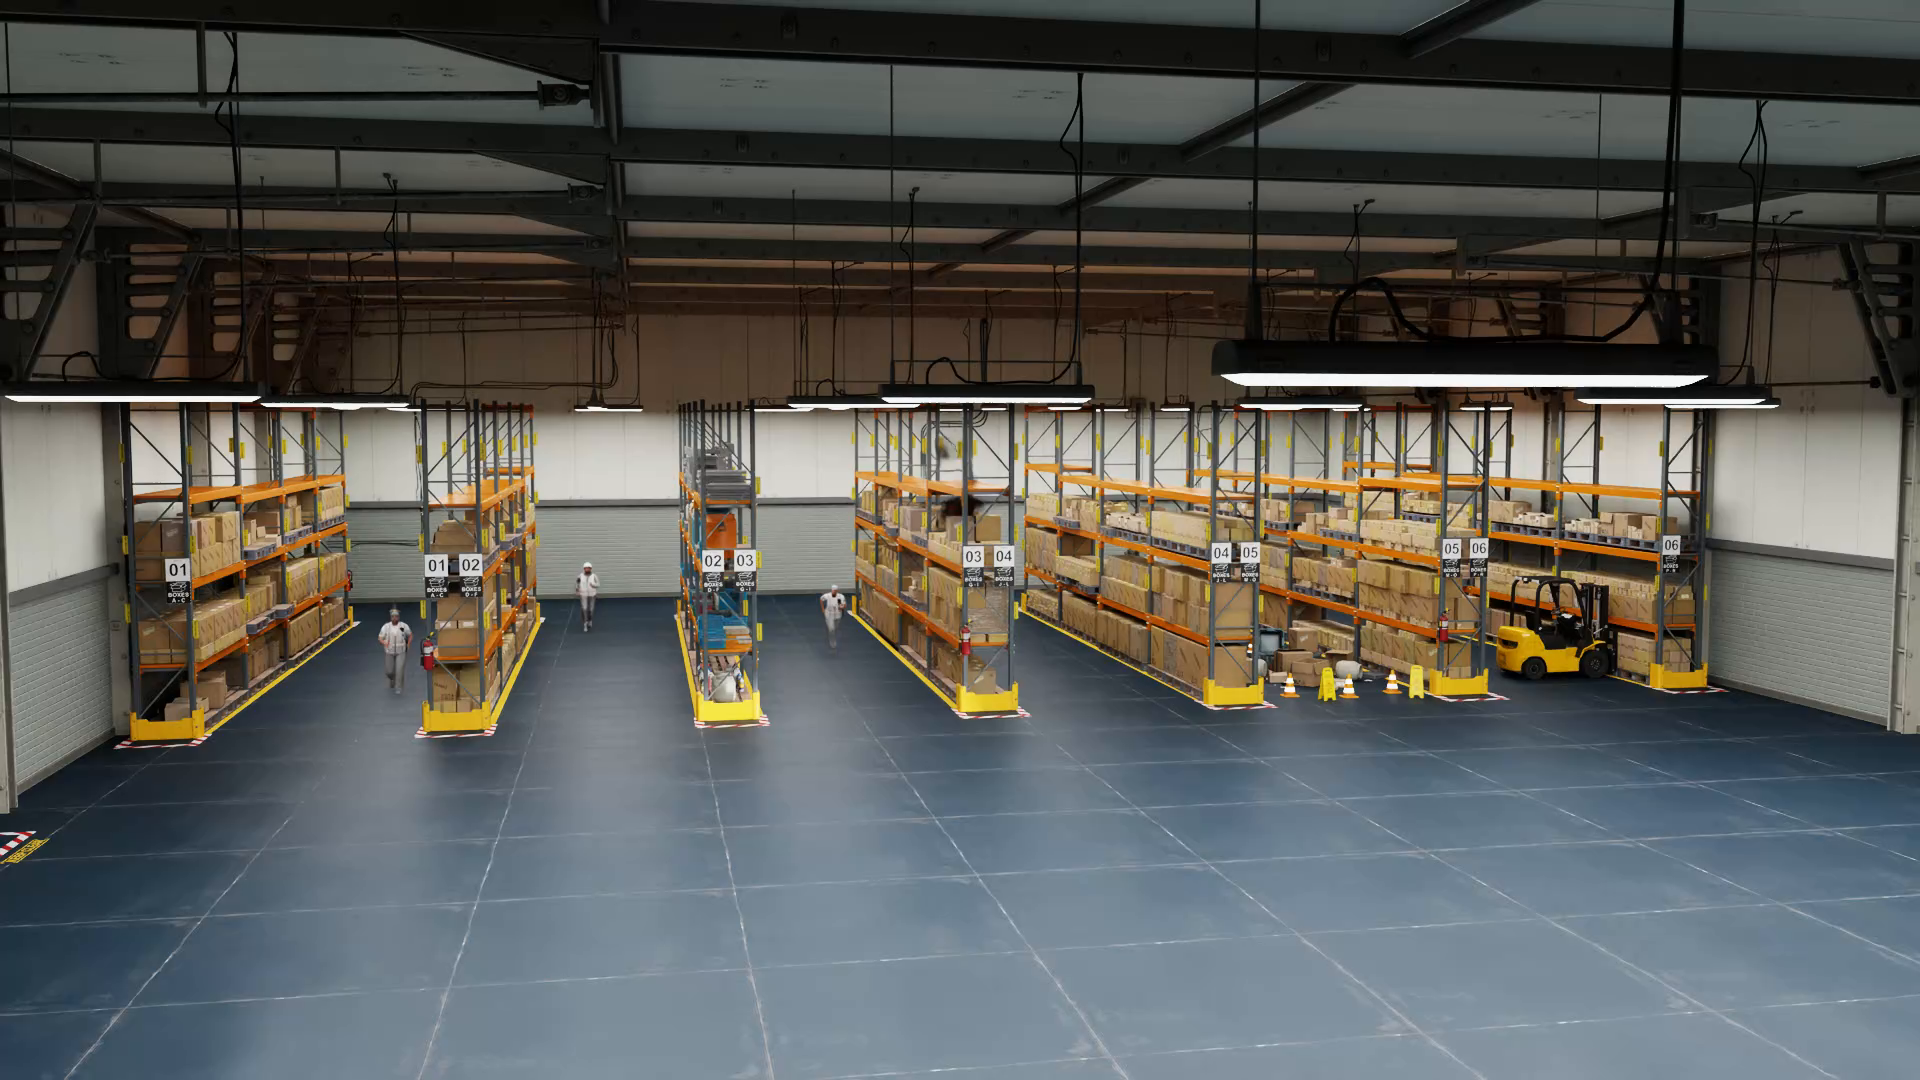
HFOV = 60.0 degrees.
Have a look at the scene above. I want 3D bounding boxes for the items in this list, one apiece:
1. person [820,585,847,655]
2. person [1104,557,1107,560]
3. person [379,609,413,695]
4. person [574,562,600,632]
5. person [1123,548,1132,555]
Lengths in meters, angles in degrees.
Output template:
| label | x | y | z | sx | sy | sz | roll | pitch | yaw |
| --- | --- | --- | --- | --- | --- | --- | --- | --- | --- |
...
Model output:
| label | x | y | z | sx | sy | sz | roll | pitch | yaw |
| --- | --- | --- | --- | --- | --- | --- | --- | --- | --- |
| person | -3.060 | 1.896 | 40.101 | 0.605 | 1.679 | 0.981 | -1 | 5 | -19 |
| person | 4.182 | 1.276 | 48.650 | 0.563 | 1.553 | 0.553 | -4 | 6 | -43 |
| person | -11.564 | 2.276 | 34.111 | 0.674 | 1.740 | 0.782 | -1 | 4 | -15 |
| person | -9.881 | 1.503 | 44.123 | 0.635 | 1.825 | 0.794 | -1 | 5 | -18 |
| person | 5.166 | 1.067 | 50.629 | 0.919 | 1.703 | 0.624 | 0 | 4 | -3 |
